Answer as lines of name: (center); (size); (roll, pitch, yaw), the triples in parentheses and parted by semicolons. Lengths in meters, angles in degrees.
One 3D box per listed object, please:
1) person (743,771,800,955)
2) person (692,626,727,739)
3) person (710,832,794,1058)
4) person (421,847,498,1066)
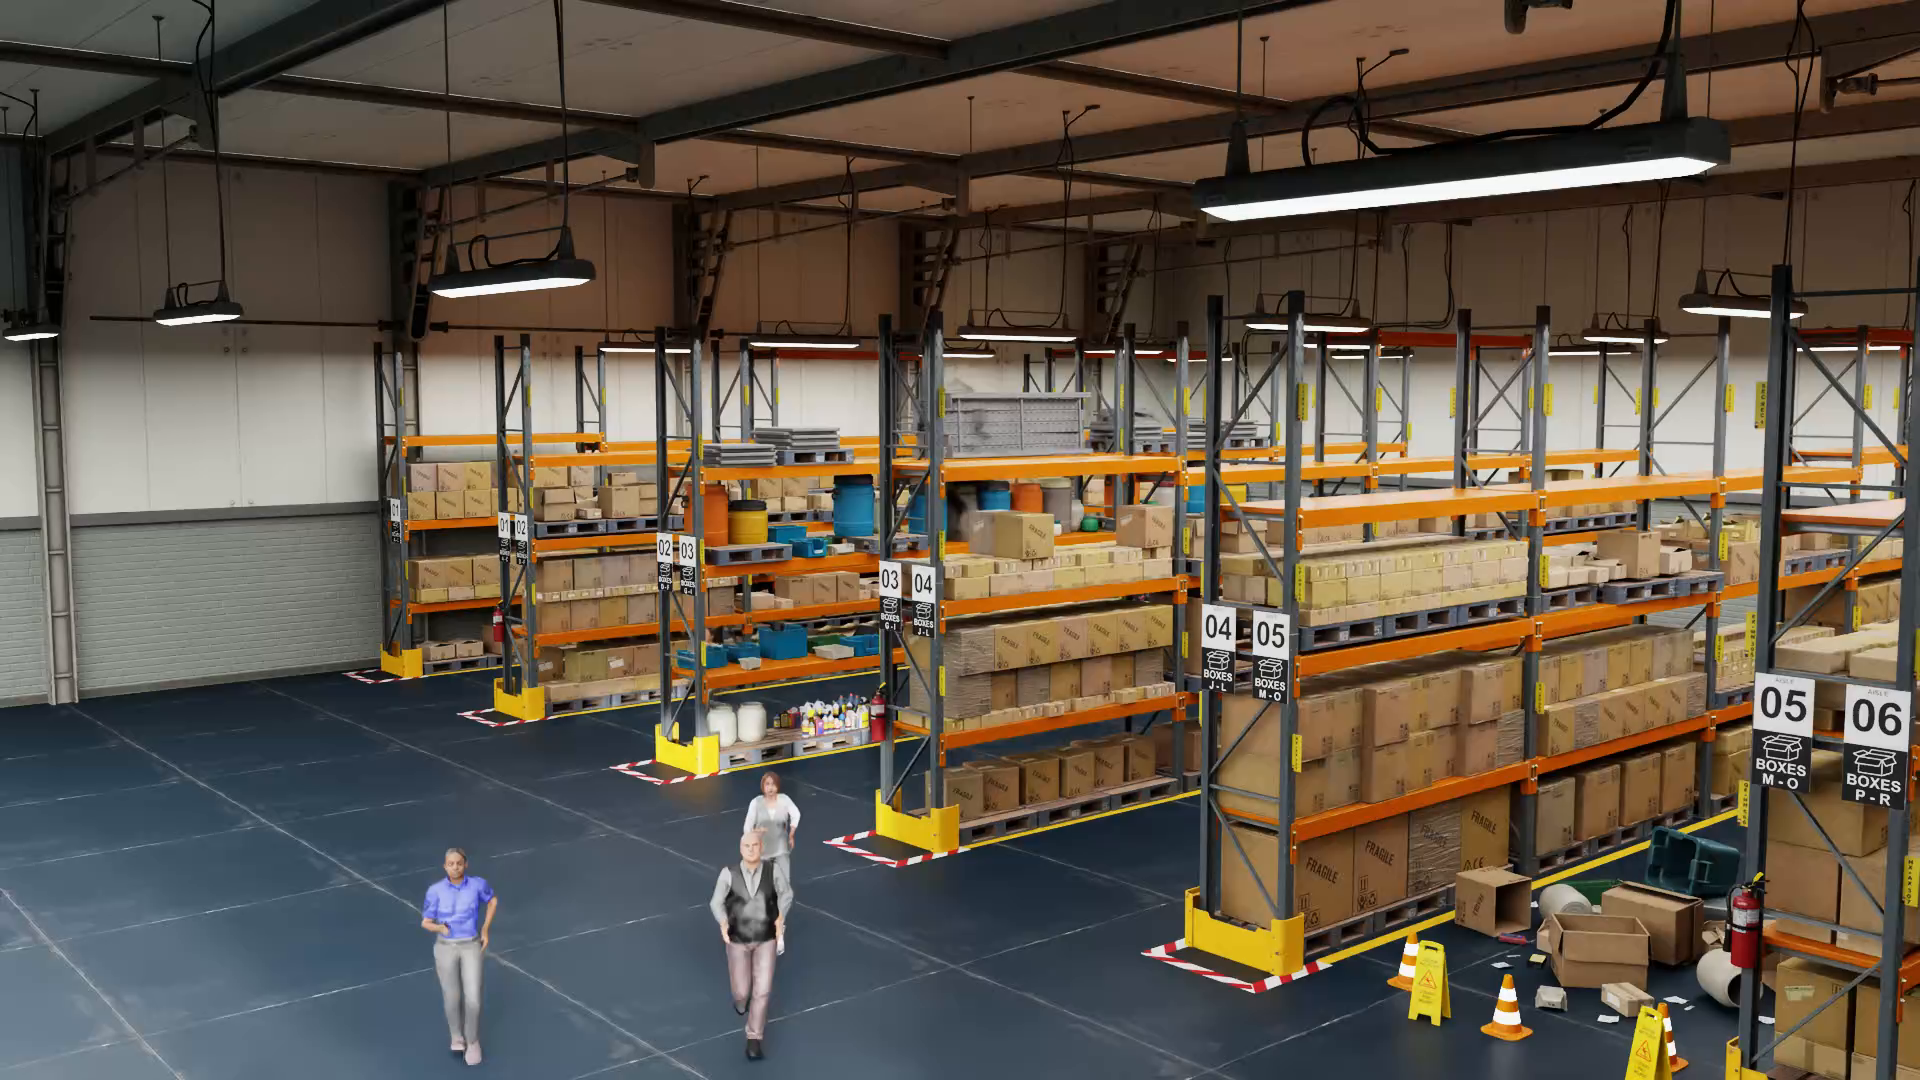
person: (-1.747, 2.950, 15.447); (0.517, 1.632, 0.703); (0, 5, -5)
person: (-3.709, 2.103, 24.787); (0.565, 1.654, 0.791); (4, 6, 34)
person: (-1.631, 3.137, 13.108); (0.659, 1.688, 0.765); (-1, 5, -9)
person: (-3.826, 3.245, 12.743); (0.558, 1.584, 0.667); (-1, 5, -15)
